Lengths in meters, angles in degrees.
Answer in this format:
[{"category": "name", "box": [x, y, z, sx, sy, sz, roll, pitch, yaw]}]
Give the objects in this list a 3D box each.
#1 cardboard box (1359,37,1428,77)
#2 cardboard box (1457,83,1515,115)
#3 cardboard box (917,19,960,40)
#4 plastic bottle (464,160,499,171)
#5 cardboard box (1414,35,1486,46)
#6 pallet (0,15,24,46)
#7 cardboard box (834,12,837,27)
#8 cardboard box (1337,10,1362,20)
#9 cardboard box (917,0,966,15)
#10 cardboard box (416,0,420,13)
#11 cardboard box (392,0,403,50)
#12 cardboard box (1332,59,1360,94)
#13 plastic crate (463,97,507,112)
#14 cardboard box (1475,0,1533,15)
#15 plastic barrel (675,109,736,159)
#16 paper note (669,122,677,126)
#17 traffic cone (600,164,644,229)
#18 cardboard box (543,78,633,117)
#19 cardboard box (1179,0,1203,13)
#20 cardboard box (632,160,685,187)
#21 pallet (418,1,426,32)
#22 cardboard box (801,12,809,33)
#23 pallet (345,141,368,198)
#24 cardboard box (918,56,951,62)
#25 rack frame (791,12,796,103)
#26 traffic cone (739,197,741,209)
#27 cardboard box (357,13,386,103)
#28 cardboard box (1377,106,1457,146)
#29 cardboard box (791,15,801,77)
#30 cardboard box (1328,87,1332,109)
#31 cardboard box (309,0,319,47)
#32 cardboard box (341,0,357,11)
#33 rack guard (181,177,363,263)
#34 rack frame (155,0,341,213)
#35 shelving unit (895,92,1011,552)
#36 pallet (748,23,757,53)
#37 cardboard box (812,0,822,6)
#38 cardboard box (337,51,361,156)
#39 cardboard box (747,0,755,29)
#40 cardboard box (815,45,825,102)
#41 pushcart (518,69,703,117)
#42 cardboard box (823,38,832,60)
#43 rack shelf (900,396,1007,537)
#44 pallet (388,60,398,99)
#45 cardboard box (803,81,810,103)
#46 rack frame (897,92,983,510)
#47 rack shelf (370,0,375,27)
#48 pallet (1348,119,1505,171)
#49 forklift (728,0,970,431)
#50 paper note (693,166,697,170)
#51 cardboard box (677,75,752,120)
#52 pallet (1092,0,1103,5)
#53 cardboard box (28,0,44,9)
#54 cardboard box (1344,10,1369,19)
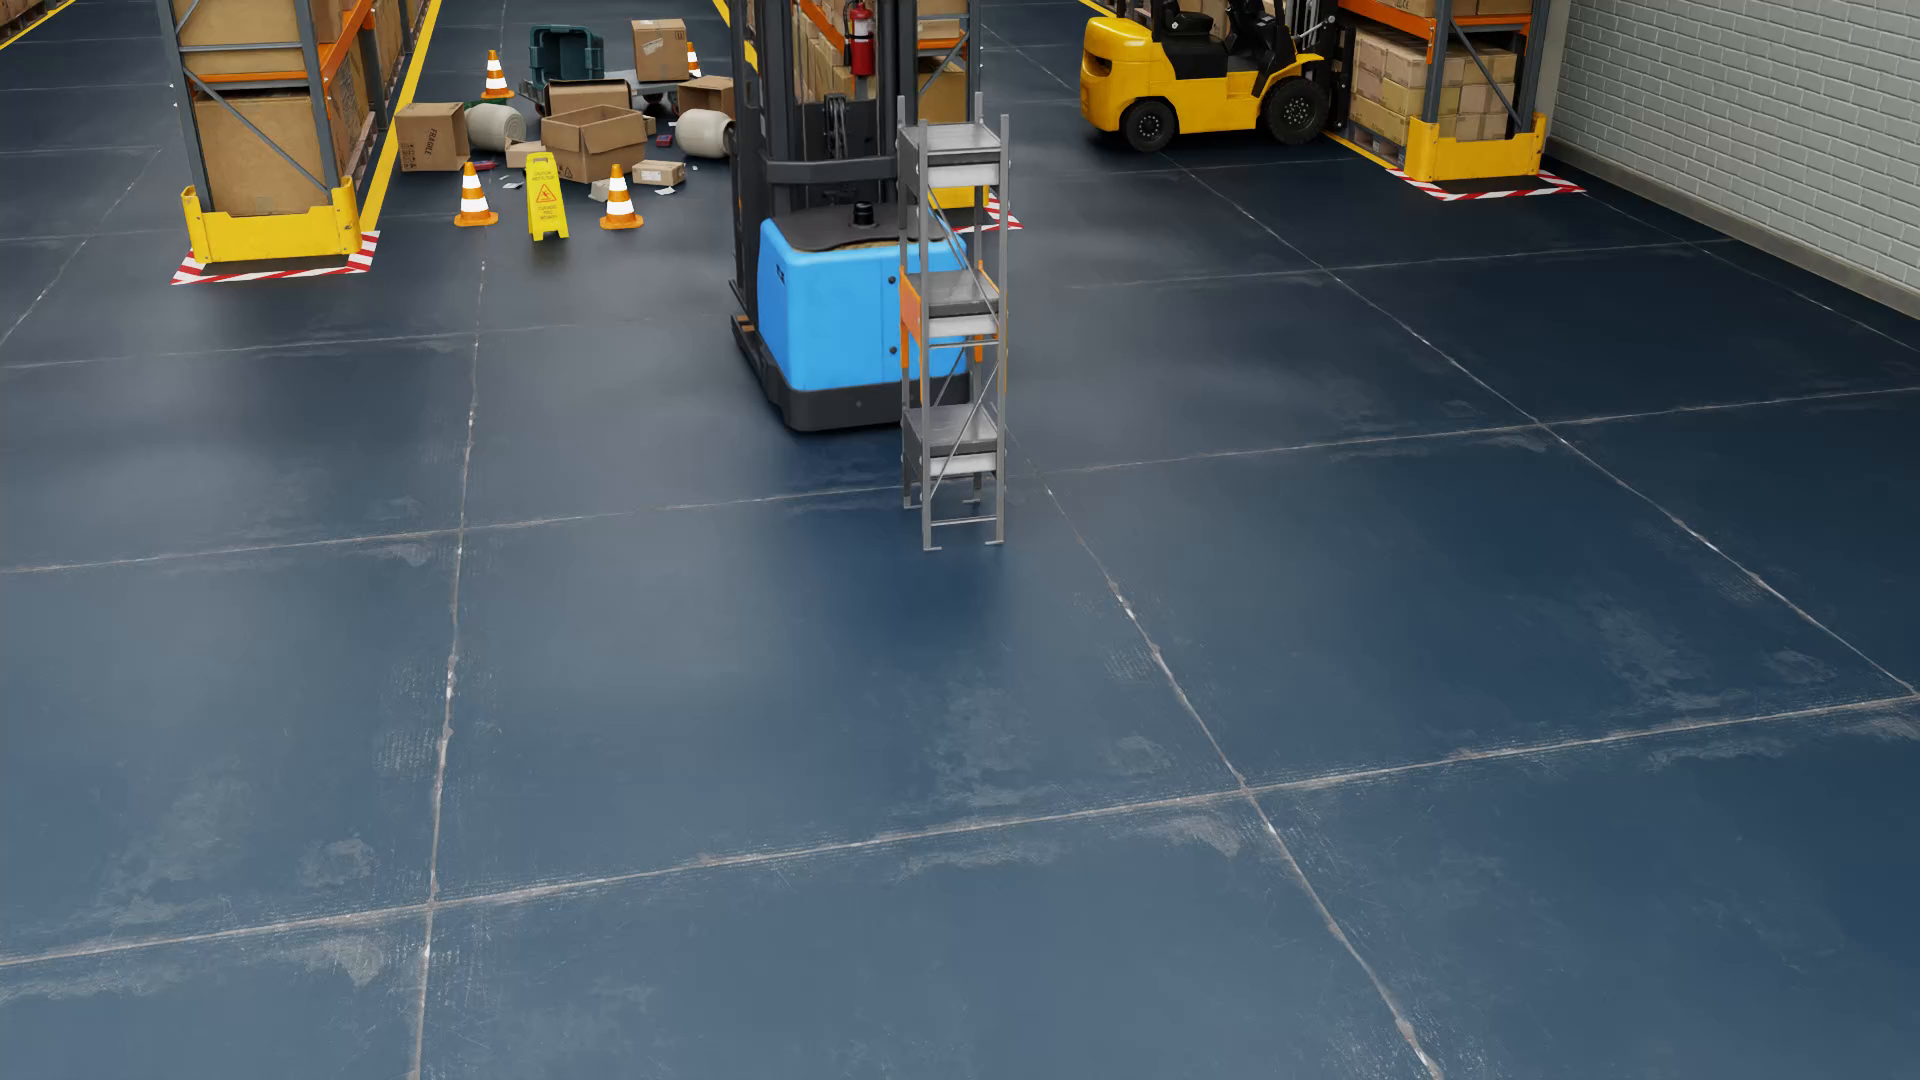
[{"category": "cardboard box", "box": [3.967, -4.379, 15.073, 0.500, 0.250, 0.500, -5, 27, -11]}, {"category": "cardboard box", "box": [4.592, -3.989, 14.856, 0.500, 0.250, 0.500, -5, 27, -11]}, {"category": "cardboard box", "box": [-0.214, -4.131, 13.384, 0.380, 0.149, 0.250, -6, 27, -11]}, {"category": "plastic bottle", "box": [-4.248, -3.324, 14.768, 0.283, 0.061, 0.133, -16, 31, -29]}, {"category": "cardboard box", "box": [4.456, -4.434, 15.182, 0.500, 0.250, 0.500, -6, 27, -12]}, {"category": "pallet", "box": [-12.173, -6.222, 20.343, 1.003, 0.211, 1.213, -6, 27, -12]}, {"category": "cardboard box", "box": [-0.834, -4.318, 13.755, 0.380, 0.149, 0.250, -6, 27, -12]}, {"category": "cardboard box", "box": [3.626, -5.054, 16.410, 0.500, 0.250, 0.500, -5, 27, -10]}, {"category": "cardboard box", "box": [-0.176, -4.487, 13.369, 0.500, 0.500, 0.500, -6, 27, -12]}, {"category": "cardboard box", "box": [-7.090, -6.891, 20.882, 0.500, 0.500, 0.500, -7, 28, -13]}, {"category": "cardboard box", "box": [-6.893, -5.945, 18.730, 1.050, 0.750, 0.750, -6, 27, -12]}, {"category": "cardboard box", "box": [3.842, -4.390, 15.649, 0.500, 0.250, 0.500, -7, 28, -13]}, {"category": "plastic crate", "box": [-4.725, -4.109, 16.119, 0.450, 0.188, 0.662, -2, 25, 20]}, {"category": "cardboard box", "box": [4.655, -4.869, 14.457, 0.500, 0.500, 0.500, -5, 27, -10]}, {"category": "plastic barrel", "box": [-2.280, -3.676, 15.063, 0.512, 0.421, 0.421, 13, 30, 24]}, {"category": "paper note", "box": [-2.784, -4.098, 16.335, 0.148, 0.019, 0.142, -6, 27, -12]}, {"category": "traffic cone", "box": [-2.698, -2.736, 13.158, 0.336, 0.463, 0.334, -6, 27, -12]}, {"category": "cardboard box", "box": [-3.421, -3.943, 15.353, 0.797, 0.637, 0.503, -6, 27, -12]}, {"category": "cardboard box", "box": [3.127, -6.361, 19.694, 0.875, 0.625, 0.625, -7, 28, -14]}, {"category": "cardboard box", "box": [-2.603, -3.170, 14.366, 0.380, 0.149, 0.250, 8, 28, 15]}, {"category": "pallet", "box": [-7.388, -6.671, 21.232, 1.003, 0.211, 1.213, -6, 27, -12]}, {"category": "cardboard box", "box": [-1.284, -4.841, 15.545, 0.380, 0.149, 0.250, -5, 27, -10]}, {"category": "pallet", "box": [-5.667, -3.159, 14.274, 1.003, 0.211, 1.213, -6, 27, -12]}, {"category": "cardboard box", "box": [-0.380, -3.989, 14.578, 0.500, 0.500, 0.500, -7, 28, -14]}, {"category": "rack frame", "box": [-1.241, -5.829, 16.470, 1.000, 3.000, 0.127, -6, 27, -12]}, {"category": "traffic cone", "box": [-1.693, -2.998, 13.677, 0.336, 0.463, 0.334, -6, 27, -12]}, {"category": "cardboard box", "box": [-6.268, -4.729, 16.320, 1.050, 0.750, 0.750, -6, 27, -12]}, {"category": "cardboard box", "box": [4.082, -3.713, 14.863, 0.500, 0.250, 0.500, -6, 27, -11]}, {"category": "cardboard box", "box": [-1.371, -4.837, 16.258, 0.500, 0.500, 0.500, -5, 27, -9]}, {"category": "cardboard box", "box": [3.736, -4.378, 16.181, 0.500, 0.250, 0.500, -5, 27, -10]}, {"category": "cardboard box", "box": [-5.412, -3.991, 12.661, 0.875, 0.550, 0.550, -6, 27, -12]}, {"category": "cardboard box", "box": [-5.800, -4.949, 14.560, 0.875, 0.550, 0.550, -6, 27, -12]}, {"category": "rack guard", "box": [-5.134, -2.400, 12.449, 1.175, 0.500, 0.348, -6, 27, -12]}, {"category": "rack frame", "box": [-5.139, -3.526, 11.907, 1.000, 3.000, 0.127, -6, 27, -12]}, {"category": "shelving unit", "box": [-0.037, -1.010, 7.921, 0.431, 2.100, 0.503, -6, 27, -12]}, {"category": "pallet", "box": [-1.968, -5.997, 19.897, 1.003, 0.211, 1.213, -6, 27, -12]}, {"category": "cardboard box", "box": [-1.119, -4.876, 14.860, 0.380, 0.149, 0.250, -6, 27, -12]}, {"category": "cardboard box", "box": [-5.760, -3.842, 14.426, 0.875, 0.875, 0.875, -6, 27, -11]}, {"category": "cardboard box", "box": [-2.025, -6.350, 19.953, 0.950, 0.372, 0.625, -8, 28, -15]}, {"category": "cardboard box", "box": [-1.002, -4.144, 14.885, 0.500, 0.500, 0.500, -7, 28, -13]}, {"category": "pushcart", "box": [-3.451, -4.405, 16.558, 1.648, 0.377, 0.936, -16, 31, -29]}, {"category": "cardboard box", "box": [-0.976, -4.248, 14.370, 0.380, 0.149, 0.250, -5, 27, -11]}, {"category": "rack shelf", "box": [-0.037, -0.373, 8.242, 0.431, 0.518, 0.480, -6, 27, -12]}, {"category": "pallet", "box": [-6.567, -4.905, 17.733, 1.003, 0.211, 1.213, -6, 27, -12]}, {"category": "cardboard box", "box": [-1.240, -4.269, 15.965, 0.500, 0.250, 0.500, -4, 27, -9]}, {"category": "rack frame", "box": [-0.092, -1.117, 8.133, 0.400, 2.100, 0.015, -6, 27, -12]}, {"category": "rack shelf", "box": [-6.492, -5.839, 17.288, 1.077, 0.370, 4.000, -6, 27, -12]}, {"category": "pallet", "box": [4.283, -3.665, 15.278, 1.003, 0.211, 1.213, -6, 27, -12]}, {"category": "forklift", "box": [-0.854, -2.560, 10.069, 1.130, 2.935, 3.031, -8, 28, -15]}, {"category": "paper note", "box": [-2.359, -3.314, 14.805, 0.032, 0.001, 0.123, -6, 27, -12]}, {"category": "cardboard box", "box": [-2.325, -4.106, 15.827, 0.500, 0.500, 0.500, 13, 30, 24]}, {"category": "pallet", "box": [2.290, -7.712, 23.295, 1.003, 0.211, 1.213, -6, 27, -12]}, {"category": "cardboard box", "box": [-12.535, -7.295, 21.266, 1.225, 0.875, 0.875, -6, 27, -11]}, {"category": "cardboard box", "box": [4.123, -5.100, 16.502, 0.500, 0.250, 0.500, -6, 27, -11]}]
